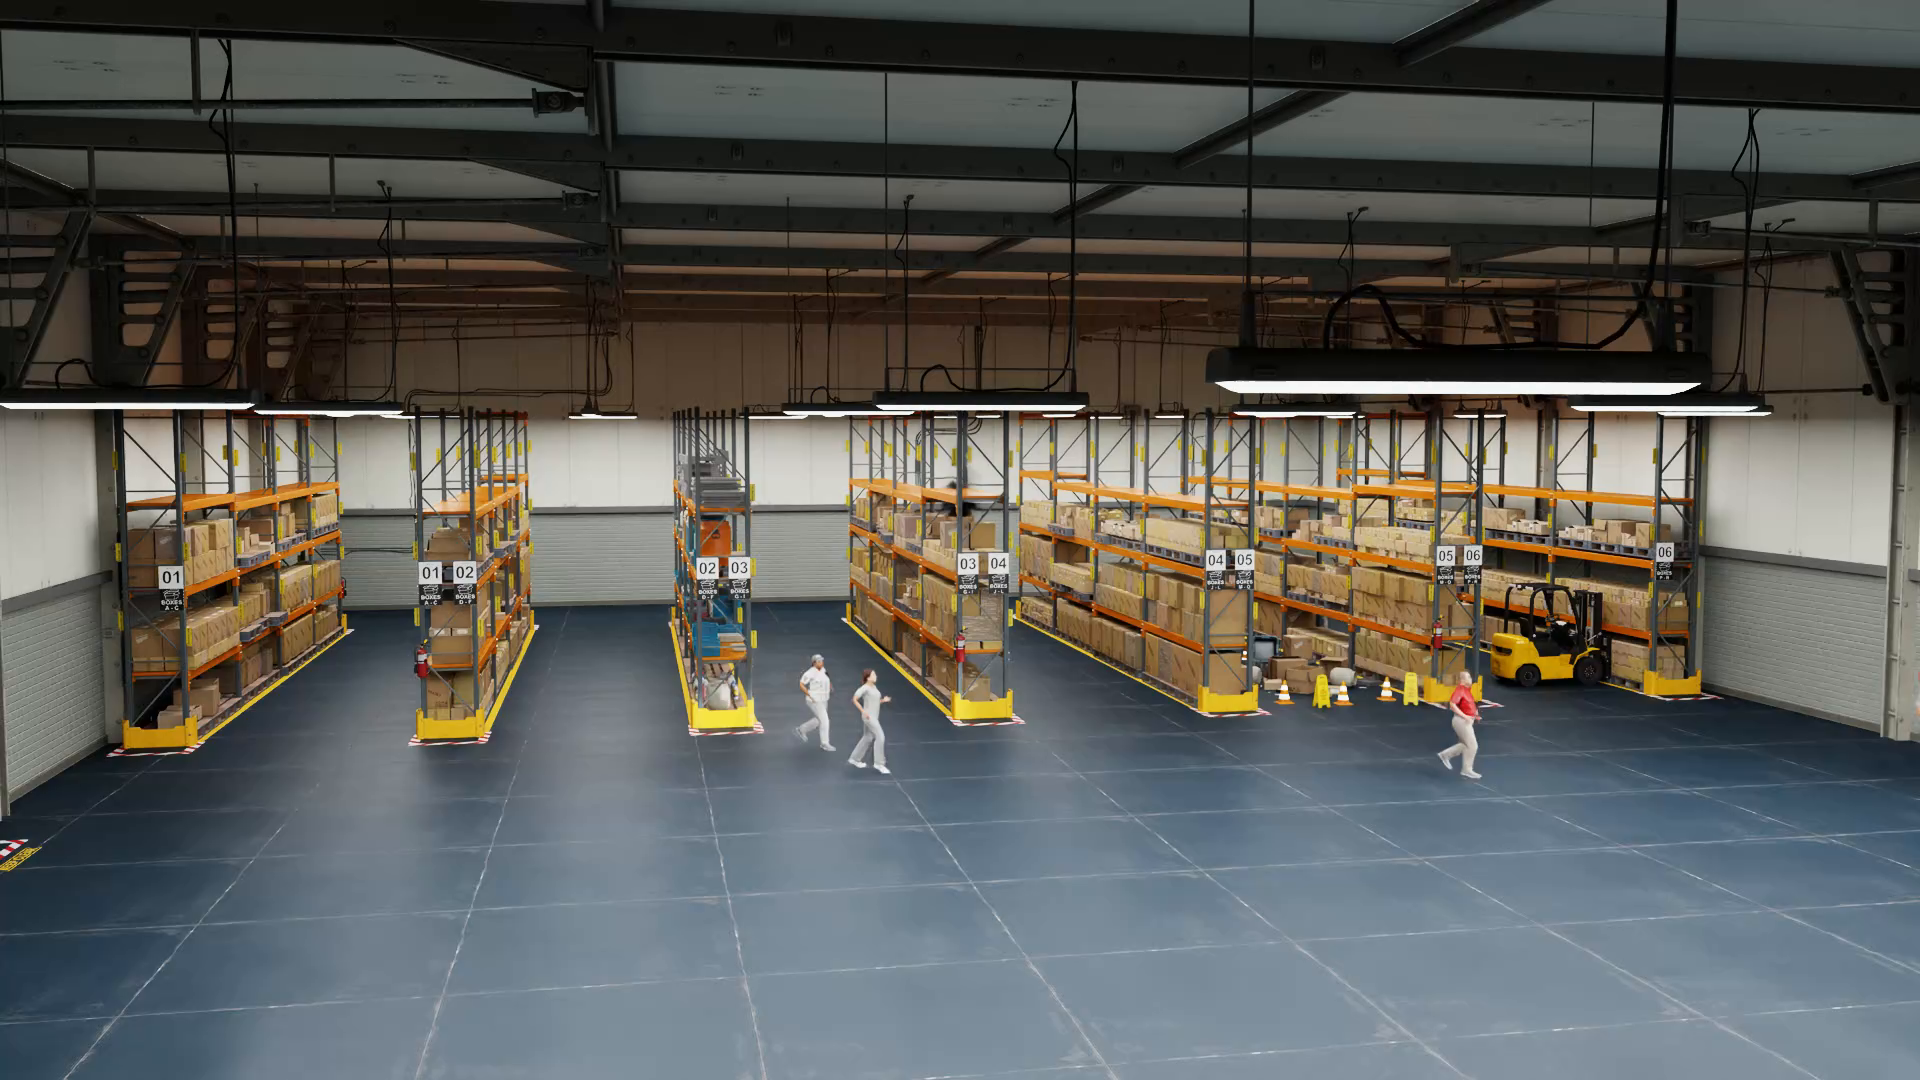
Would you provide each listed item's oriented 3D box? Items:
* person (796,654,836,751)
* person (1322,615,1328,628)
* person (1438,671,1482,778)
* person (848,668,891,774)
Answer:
[{"bbox_3d":[-2.528,2.831,29.180,0.823,1.676,0.598,2,5,27],"label":"person"},{"bbox_3d":[9.693,1.782,44.421,0.512,1.638,0.807,0,4,-6],"label":"person"},{"bbox_3d":[8.077,2.969,26.861,0.710,1.712,0.672,2,4,25],"label":"person"},{"bbox_3d":[-1.480,2.946,27.155,0.740,1.715,0.549,1,4,10],"label":"person"}]
